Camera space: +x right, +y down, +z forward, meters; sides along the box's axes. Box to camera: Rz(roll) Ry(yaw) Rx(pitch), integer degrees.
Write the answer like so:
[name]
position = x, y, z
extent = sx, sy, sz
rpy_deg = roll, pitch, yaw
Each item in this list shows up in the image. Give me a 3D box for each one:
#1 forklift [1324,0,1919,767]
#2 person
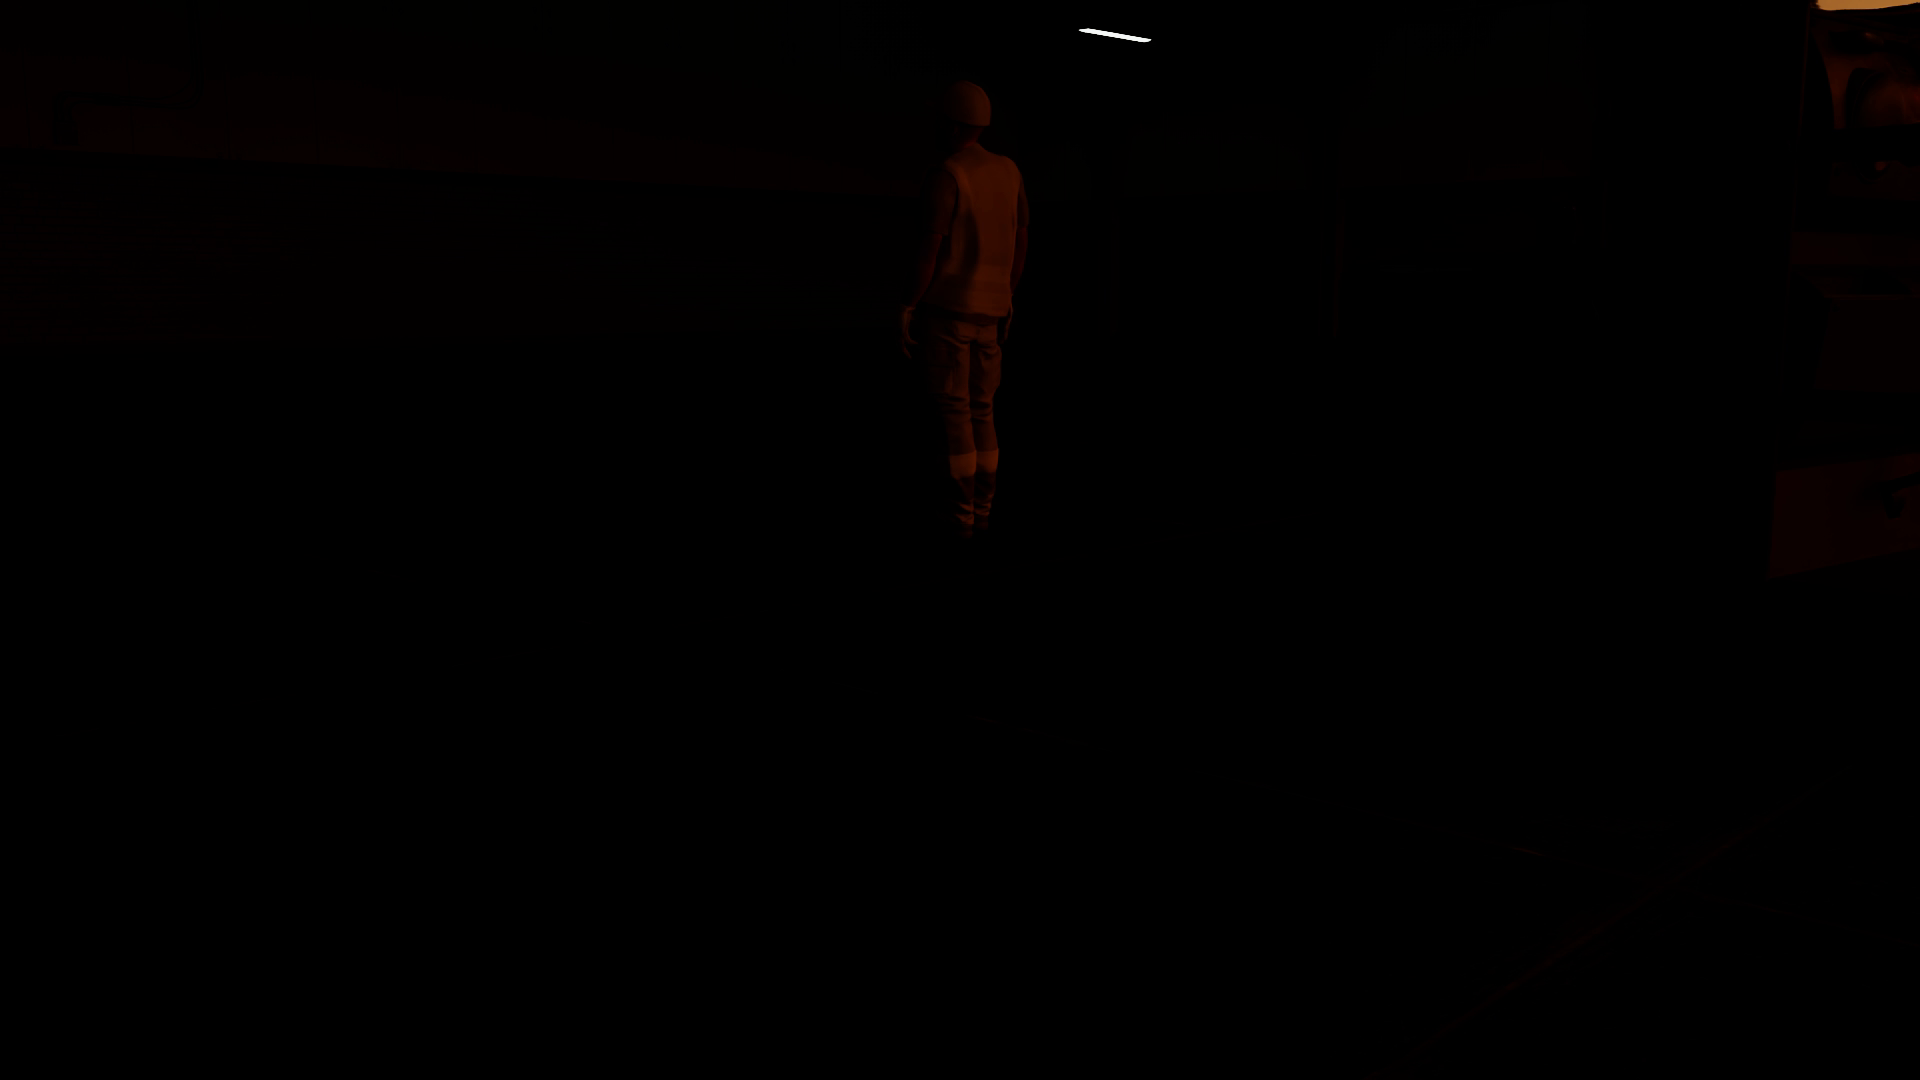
[forklift]
position = 2.342, -1.029, 3.706
extent = 1.130, 2.935, 3.031
rpy_deg = -7, 11, -37
[person]
position = -0.049, -0.902, 6.647
extent = 0.564, 1.787, 0.637
rpy_deg = 8, 12, 43
